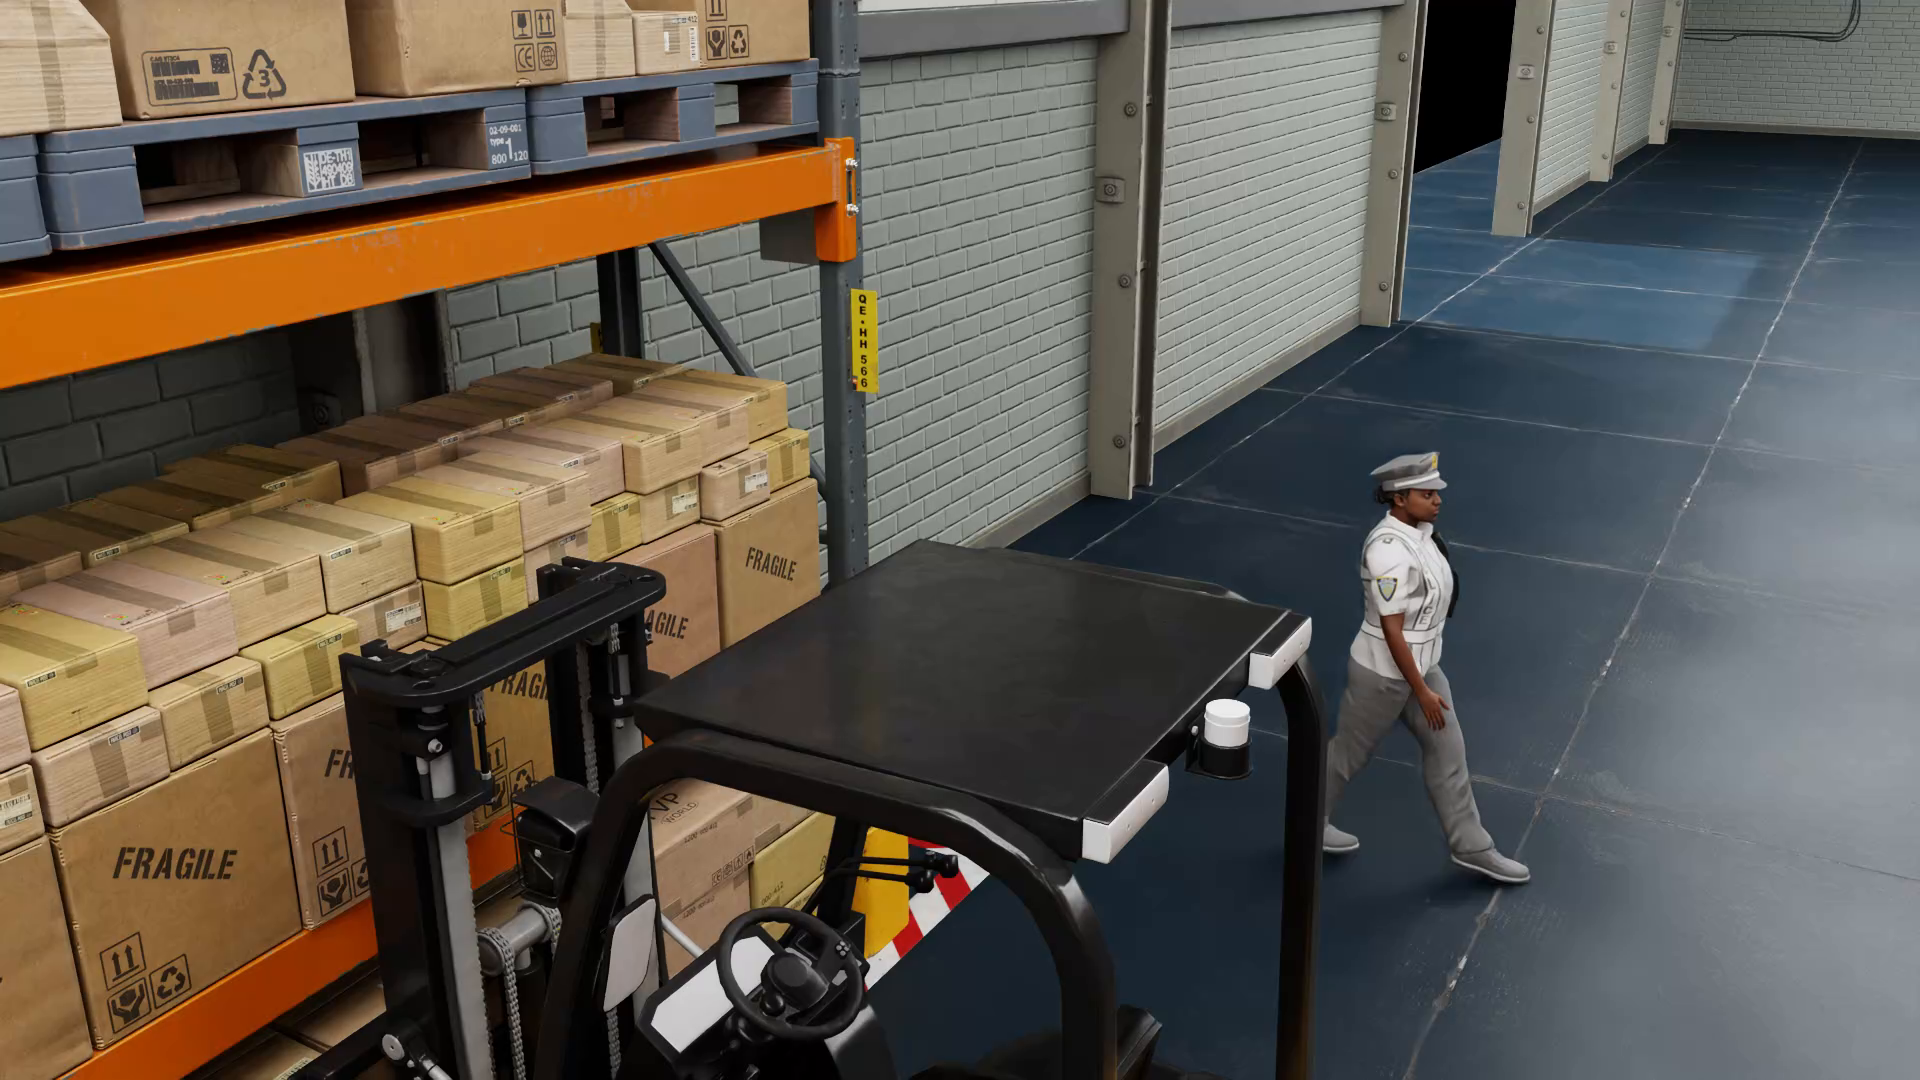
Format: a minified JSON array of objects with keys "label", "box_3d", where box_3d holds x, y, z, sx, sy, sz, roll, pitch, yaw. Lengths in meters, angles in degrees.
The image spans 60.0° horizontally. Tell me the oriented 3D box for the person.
[{"label":"person","box_3d":[1.701,0.477,6.156,0.911,1.647,0.483,13,23,32]}]
